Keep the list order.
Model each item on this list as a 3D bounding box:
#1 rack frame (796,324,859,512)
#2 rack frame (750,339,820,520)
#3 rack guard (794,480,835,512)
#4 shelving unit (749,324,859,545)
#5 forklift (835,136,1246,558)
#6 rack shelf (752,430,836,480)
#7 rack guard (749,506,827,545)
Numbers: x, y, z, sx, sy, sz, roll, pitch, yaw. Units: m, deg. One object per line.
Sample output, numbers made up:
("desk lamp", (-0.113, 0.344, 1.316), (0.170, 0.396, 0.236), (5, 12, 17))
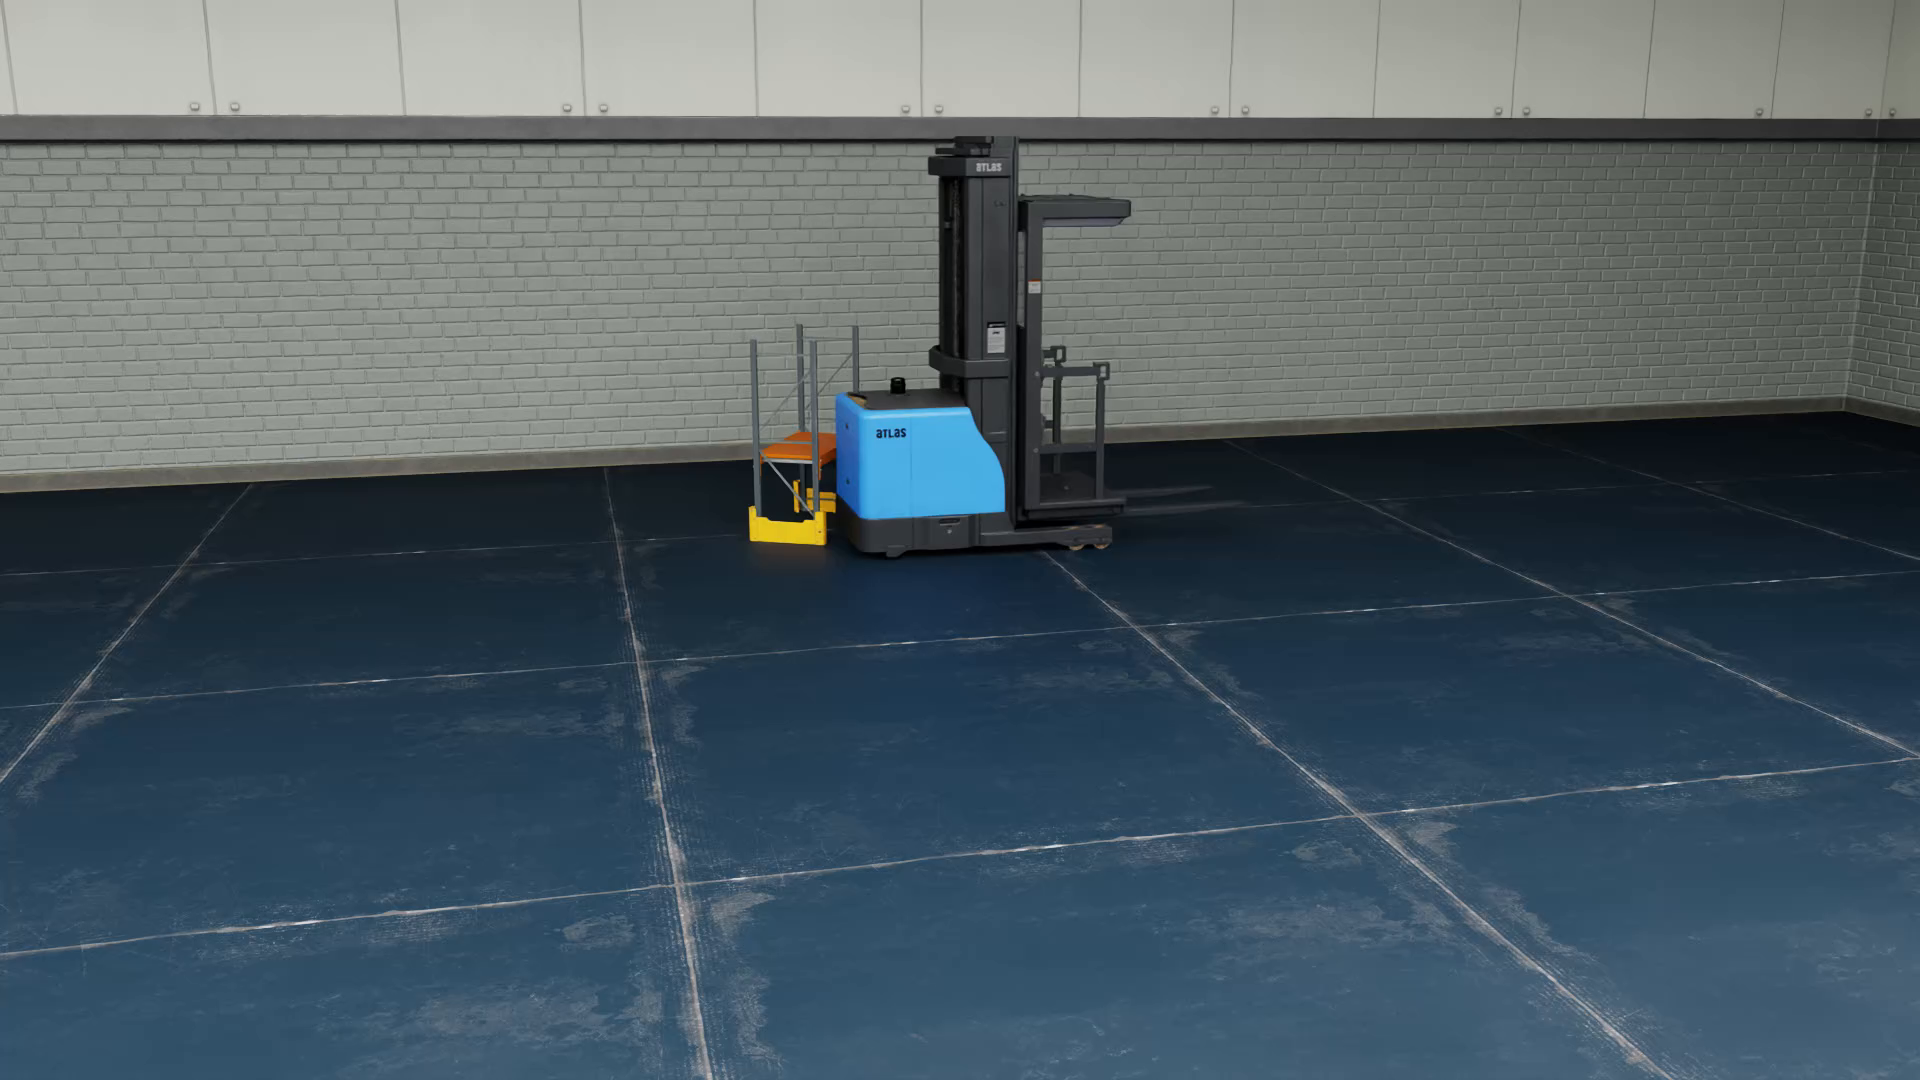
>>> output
("rack frame", (-1.036, -0.950, 13.154), (0.500, 1.500, 0.032), (3, 14, 13))
("rack frame", (-1.279, -0.715, 12.195), (0.500, 1.500, 0.032), (3, 14, 13))
("rack guard", (-1.040, -0.338, 13.284), (0.587, 0.250, 0.087), (3, 14, 13))
("shelving unit", (-1.159, -0.830, 12.666), (0.587, 1.500, 1.083), (3, 14, 13))
("forklift", (0.628, -1.471, 12.270), (3.031, 2.935, 1.130), (-4, 14, -15))
("rack shelf", (-1.157, -0.658, 12.717), (0.538, 0.185, 1.000), (3, 14, 13))
("rack guard", (-1.279, -0.109, 12.345), (0.587, 0.250, 0.087), (3, 14, 13))
